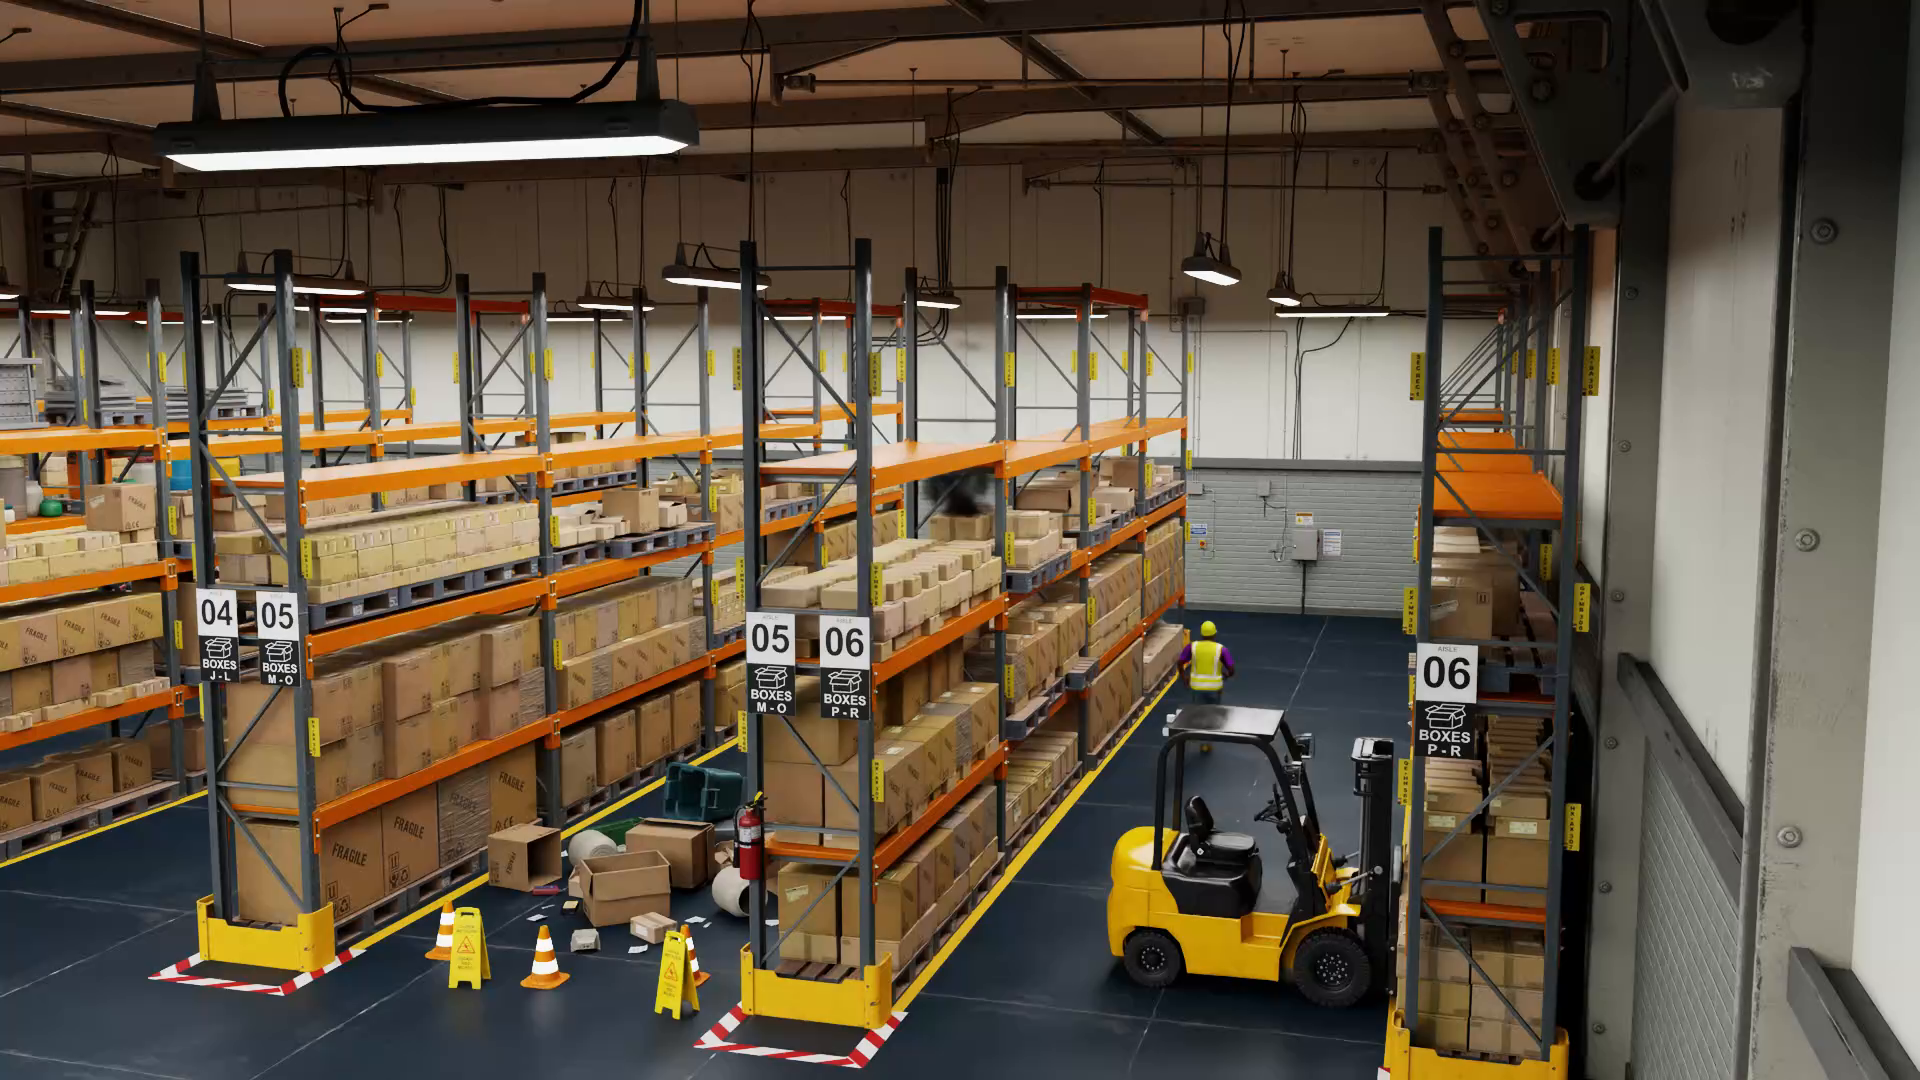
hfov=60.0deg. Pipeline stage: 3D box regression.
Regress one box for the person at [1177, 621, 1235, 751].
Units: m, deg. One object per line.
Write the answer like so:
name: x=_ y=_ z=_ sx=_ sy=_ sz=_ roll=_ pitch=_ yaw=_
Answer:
person: x=3.194 y=1.908 z=21.588 sx=0.748 sy=1.724 sz=0.584 roll=2 pitch=7 yaw=16

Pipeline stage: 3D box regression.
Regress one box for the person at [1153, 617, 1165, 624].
person: x=3.379 y=1.085 z=29.371 sx=0.625 sy=1.674 sz=0.654 roll=4 pitch=7 yaw=29
